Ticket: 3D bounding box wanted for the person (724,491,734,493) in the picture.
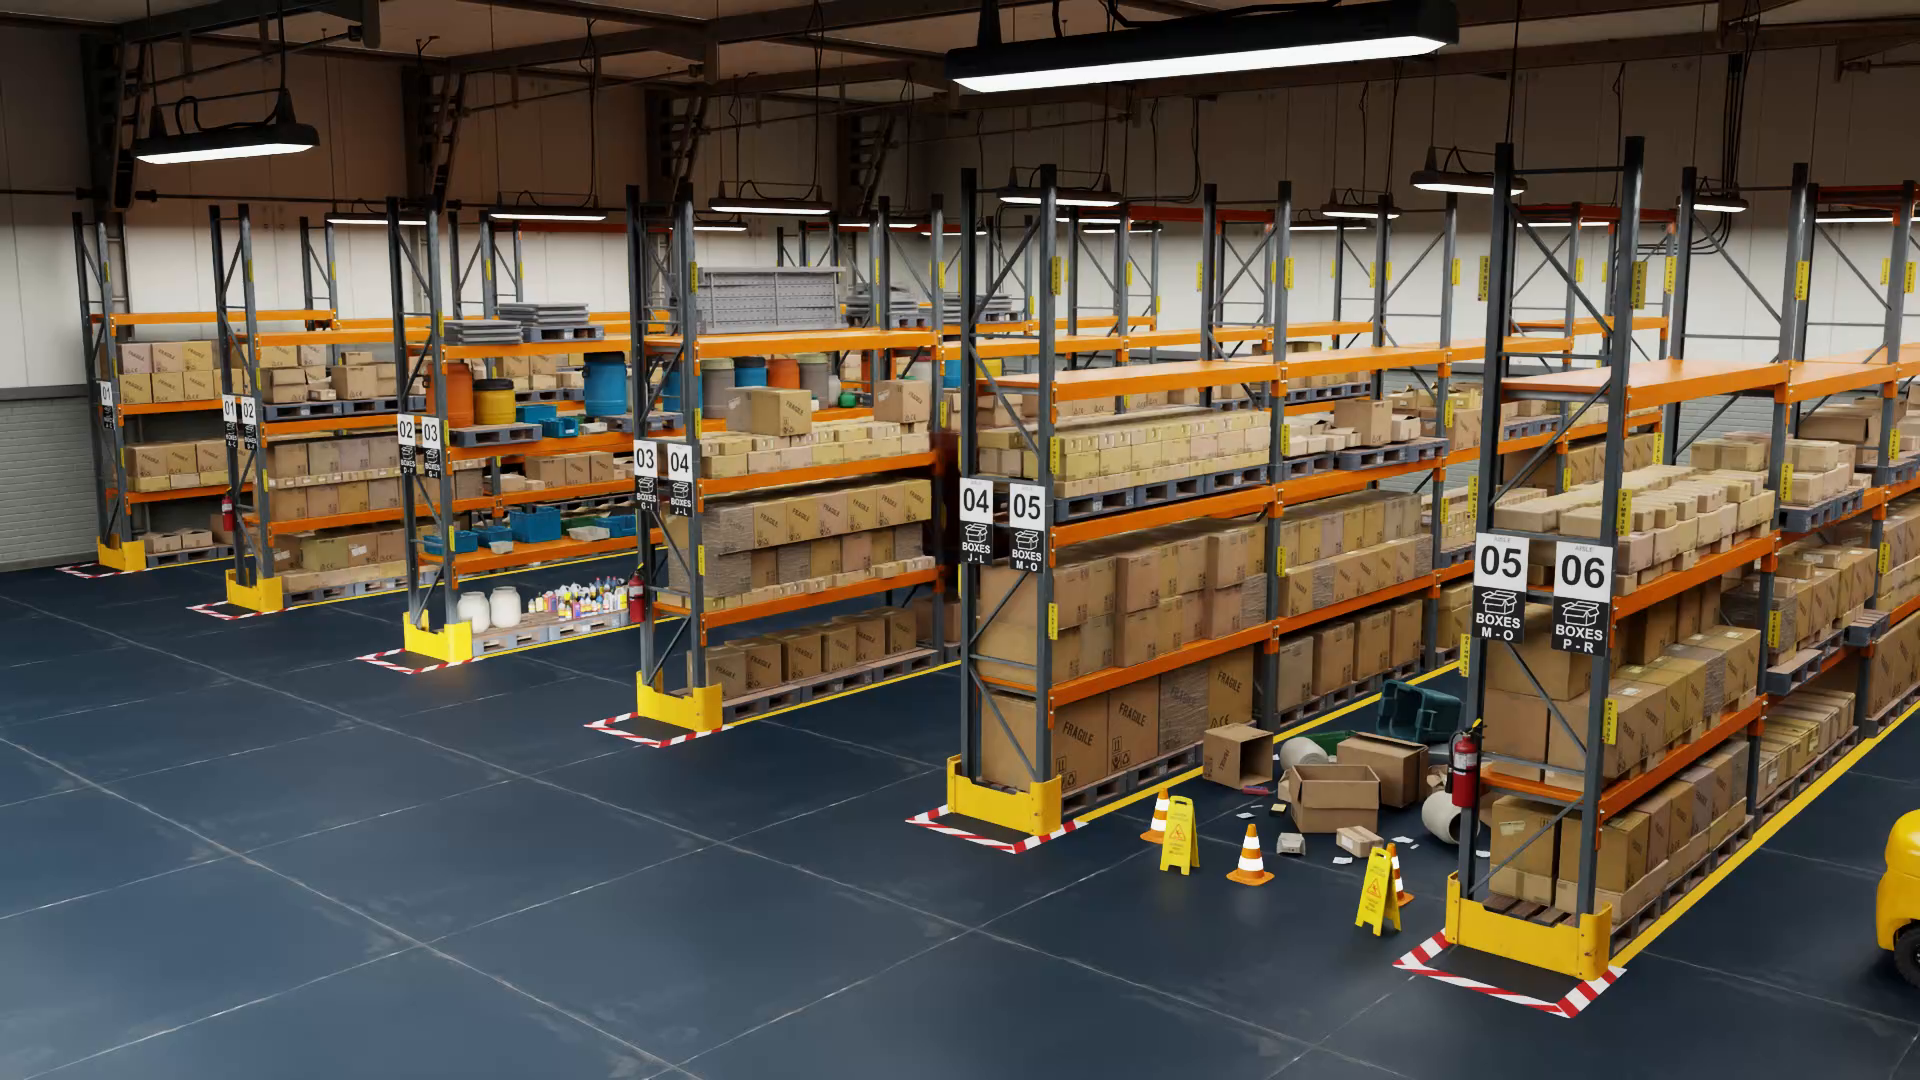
[{"bbox_3d":[-3.299,0.101,23.810,0.473,1.621,1.003,2,10,13],"label":"person"}]
